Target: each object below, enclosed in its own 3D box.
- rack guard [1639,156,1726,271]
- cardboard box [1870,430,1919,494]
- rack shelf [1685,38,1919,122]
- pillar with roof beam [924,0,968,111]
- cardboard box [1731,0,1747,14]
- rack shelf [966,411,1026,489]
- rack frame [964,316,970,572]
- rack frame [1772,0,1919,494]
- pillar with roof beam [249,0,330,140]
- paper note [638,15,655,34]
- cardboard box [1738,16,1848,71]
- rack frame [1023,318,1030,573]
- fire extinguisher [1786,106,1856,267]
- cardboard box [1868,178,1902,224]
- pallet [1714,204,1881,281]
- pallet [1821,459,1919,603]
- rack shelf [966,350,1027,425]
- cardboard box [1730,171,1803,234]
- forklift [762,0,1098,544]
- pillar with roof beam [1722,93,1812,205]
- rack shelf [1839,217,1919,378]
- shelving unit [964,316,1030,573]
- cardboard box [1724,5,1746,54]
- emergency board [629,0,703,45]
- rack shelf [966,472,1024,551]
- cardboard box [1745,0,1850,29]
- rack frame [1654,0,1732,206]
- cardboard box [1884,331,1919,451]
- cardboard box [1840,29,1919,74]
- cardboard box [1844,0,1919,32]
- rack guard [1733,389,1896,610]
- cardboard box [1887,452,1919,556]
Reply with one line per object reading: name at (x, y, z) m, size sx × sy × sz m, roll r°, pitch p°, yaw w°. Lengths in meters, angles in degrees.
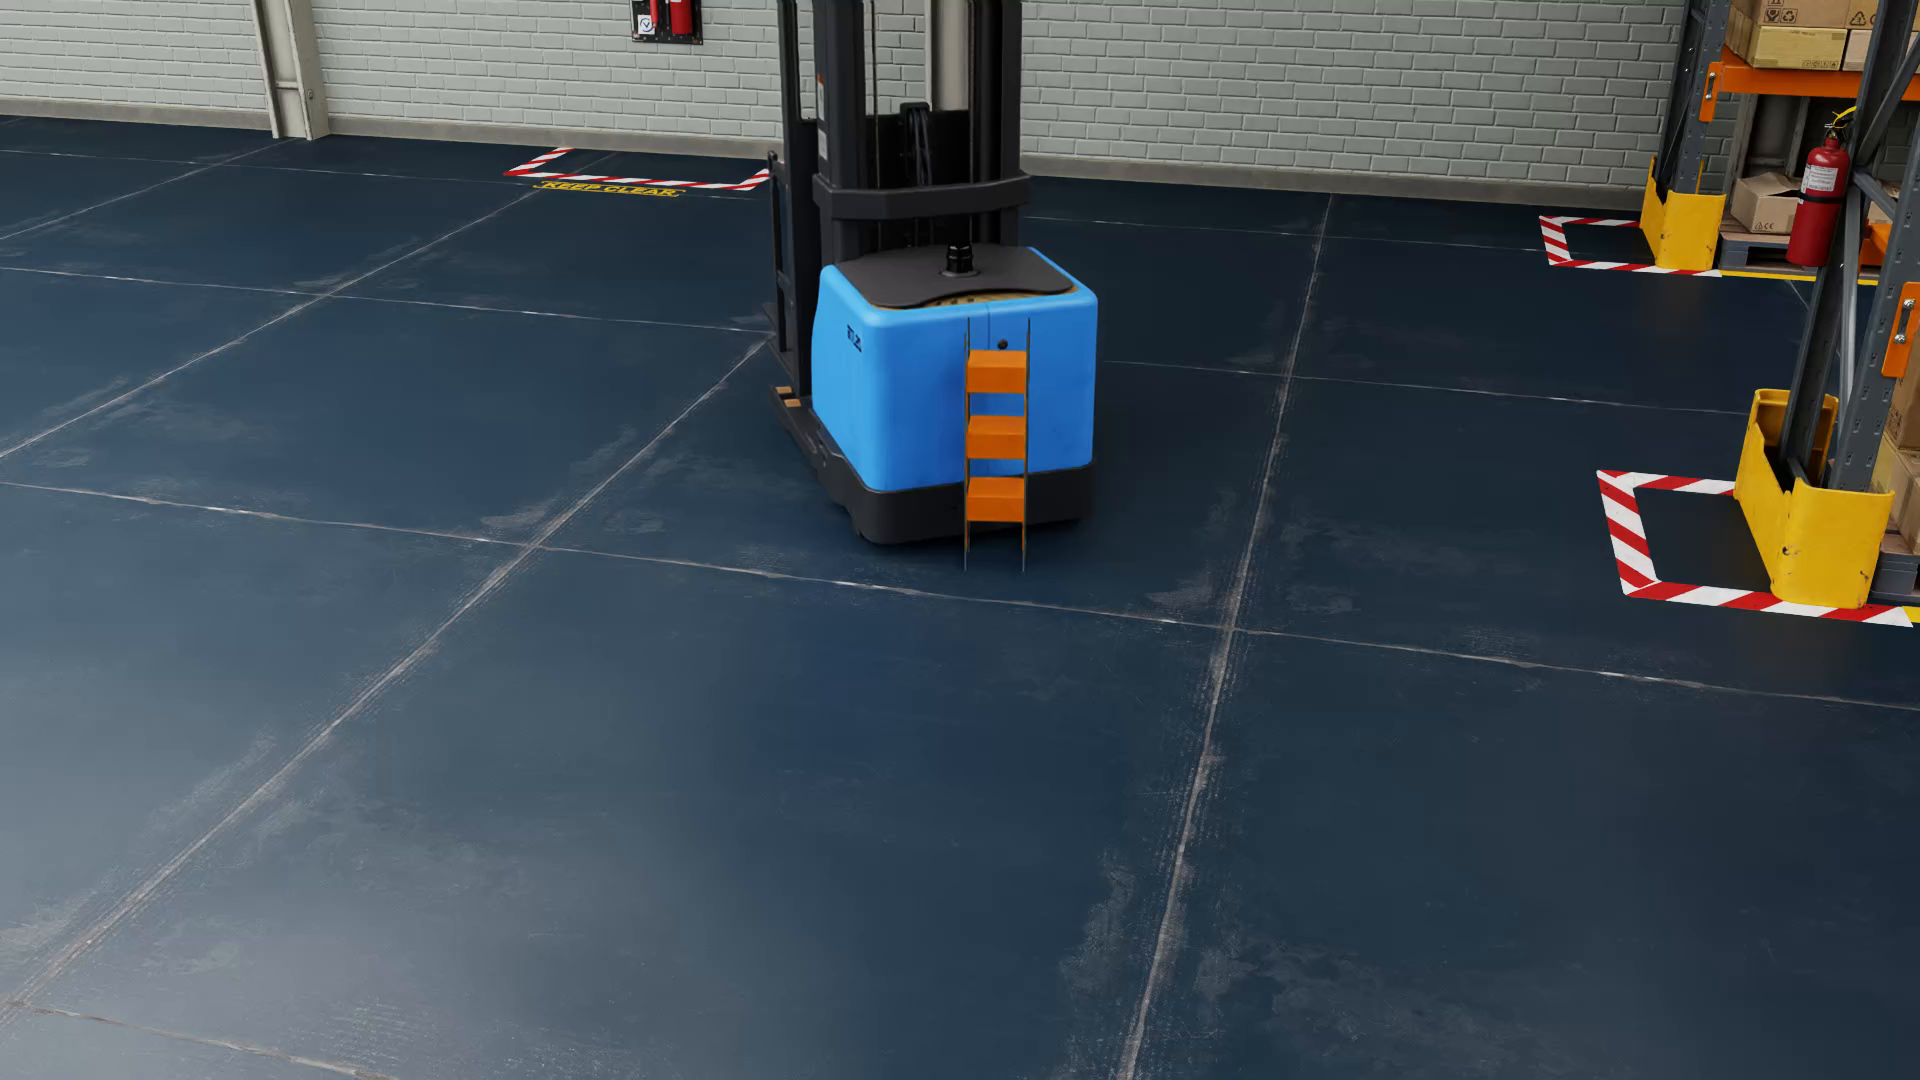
rack guard at (4.942, -2.254, 11.404) m, size 0.348 × 0.500 × 1.175 m, roll 6°, pitch 26°, yaw 13°
cardboard box at (4.231, -0.342, 7.190) m, size 0.500 × 0.250 × 0.500 m, roll 6°, pitch 26°, yaw 13°
rack shelf at (6.805, -2.852, 10.588) m, size 4.000 × 0.370 × 1.077 m, roll 6°, pitch 26°, yaw 13°
pillar with roof beam at (-1.122, -5.235, 7.778) m, size 0.400 × 9.000 × 9.100 m, roll 6°, pitch 26°, yaw 13°
cardboard box at (5.377, -3.709, 10.830) m, size 0.500 × 0.500 × 0.500 m, roll 6°, pitch 26°, yaw 12°
rack shelf at (0.150, -0.371, 6.832) m, size 0.240 × 0.259 × 0.215 m, roll 2°, pitch 26°, yaw 3°
rack frame at (0.029, -0.384, 6.834) m, size 0.008 × 1.050 × 0.200 m, roll 2°, pitch 26°, yaw 3°
rack frame at (3.638, -1.329, 6.551) m, size 0.127 × 3.000 × 1.000 m, roll 6°, pitch 26°, yaw 13°
pillar with roof beam at (-6.933, -5.878, 9.127) m, size 0.400 × 9.000 × 9.100 m, roll 6°, pitch 26°, yaw 13°
paper note at (-2.588, -4.249, 13.710) m, size 0.142 × 0.148 × 0.016 m, roll 6°, pitch 26°, yaw 13°
cardboard box at (5.261, -3.148, 10.524) m, size 0.500 × 0.250 × 0.500 m, roll 6°, pitch 26°, yaw 11°
rack frame at (0.272, -0.377, 6.820) m, size 0.008 × 1.050 × 0.200 m, roll 2°, pitch 26°, yaw 3°
fire extinguisher at (3.639, -1.500, 7.000) m, size 0.183 × 0.674 × 0.296 m, roll 6°, pitch 26°, yaw 13°
cardboard box at (6.068, -2.203, 11.005) m, size 0.500 × 0.311 × 0.500 m, roll 9°, pitch 27°, yaw 17°
pallet at (5.720, -2.022, 11.252) m, size 1.213 × 0.211 × 1.003 m, roll 6°, pitch 26°, yaw 13°
pallet at (4.389, -0.005, 7.015) m, size 1.213 × 0.211 × 1.003 m, roll 6°, pitch 26°, yaw 13°
rack shelf at (0.150, -0.627, 6.710) m, size 0.240 × 0.259 × 0.215 m, roll 2°, pitch 26°, yaw 3°
cardboard box at (5.516, -2.264, 11.133) m, size 0.500 × 0.311 × 0.500 m, roll 3°, pitch 26°, yaw 7°
forklift at (-0.348, -1.917, 7.867) m, size 1.130 × 2.935 × 3.031 m, roll -8°, pitch 27°, yaw -16°
pillar with roof beam at (4.689, -4.593, 6.429) m, size 0.400 × 9.000 × 9.100 m, roll 6°, pitch 26°, yaw 13°
rack shelf at (5.575, -0.790, 6.256) m, size 4.000 × 0.370 × 1.077 m, roll 6°, pitch 26°, yaw 13°
shelving unit at (0.150, -0.380, 6.827) m, size 0.252 × 1.050 × 0.215 m, roll 2°, pitch 26°, yaw 3°
cardboard box at (5.369, -3.363, 10.976) m, size 0.500 × 0.250 × 0.500 m, roll 7°, pitch 26°, yaw 14°
emergency board at (-2.433, -4.599, 13.421) m, size 0.643 × 1.169 × 0.194 m, roll 6°, pitch 26°, yaw 13°
rack shelf at (0.150, -0.120, 6.951) m, size 0.240 × 0.259 × 0.215 m, roll 2°, pitch 26°, yaw 3°
cardboard box at (5.255, -3.495, 10.380) m, size 0.500 × 0.500 × 0.500 m, roll 6°, pitch 26°, yaw 13°
rack frame at (4.868, -3.391, 10.884) m, size 0.127 × 3.000 × 1.000 m, roll 6°, pitch 26°, yaw 13°
cardboard box at (4.231, -0.682, 7.030) m, size 0.500 × 0.500 × 0.500 m, roll 6°, pitch 26°, yaw 13°
cardboard box at (5.768, -3.098, 10.420) m, size 0.500 × 0.250 × 0.500 m, roll 5°, pitch 26°, yaw 11°
cardboard box at (5.732, -3.438, 10.260) m, size 0.500 × 0.500 × 0.500 m, roll 6°, pitch 26°, yaw 13°
rack guard at (3.615, -0.202, 7.094) m, size 0.348 × 0.500 × 1.175 m, roll 6°, pitch 26°, yaw 13°
cardboard box at (4.102, -0.127, 6.737) m, size 0.500 × 0.250 × 0.500 m, roll 6°, pitch 26°, yaw 13°
